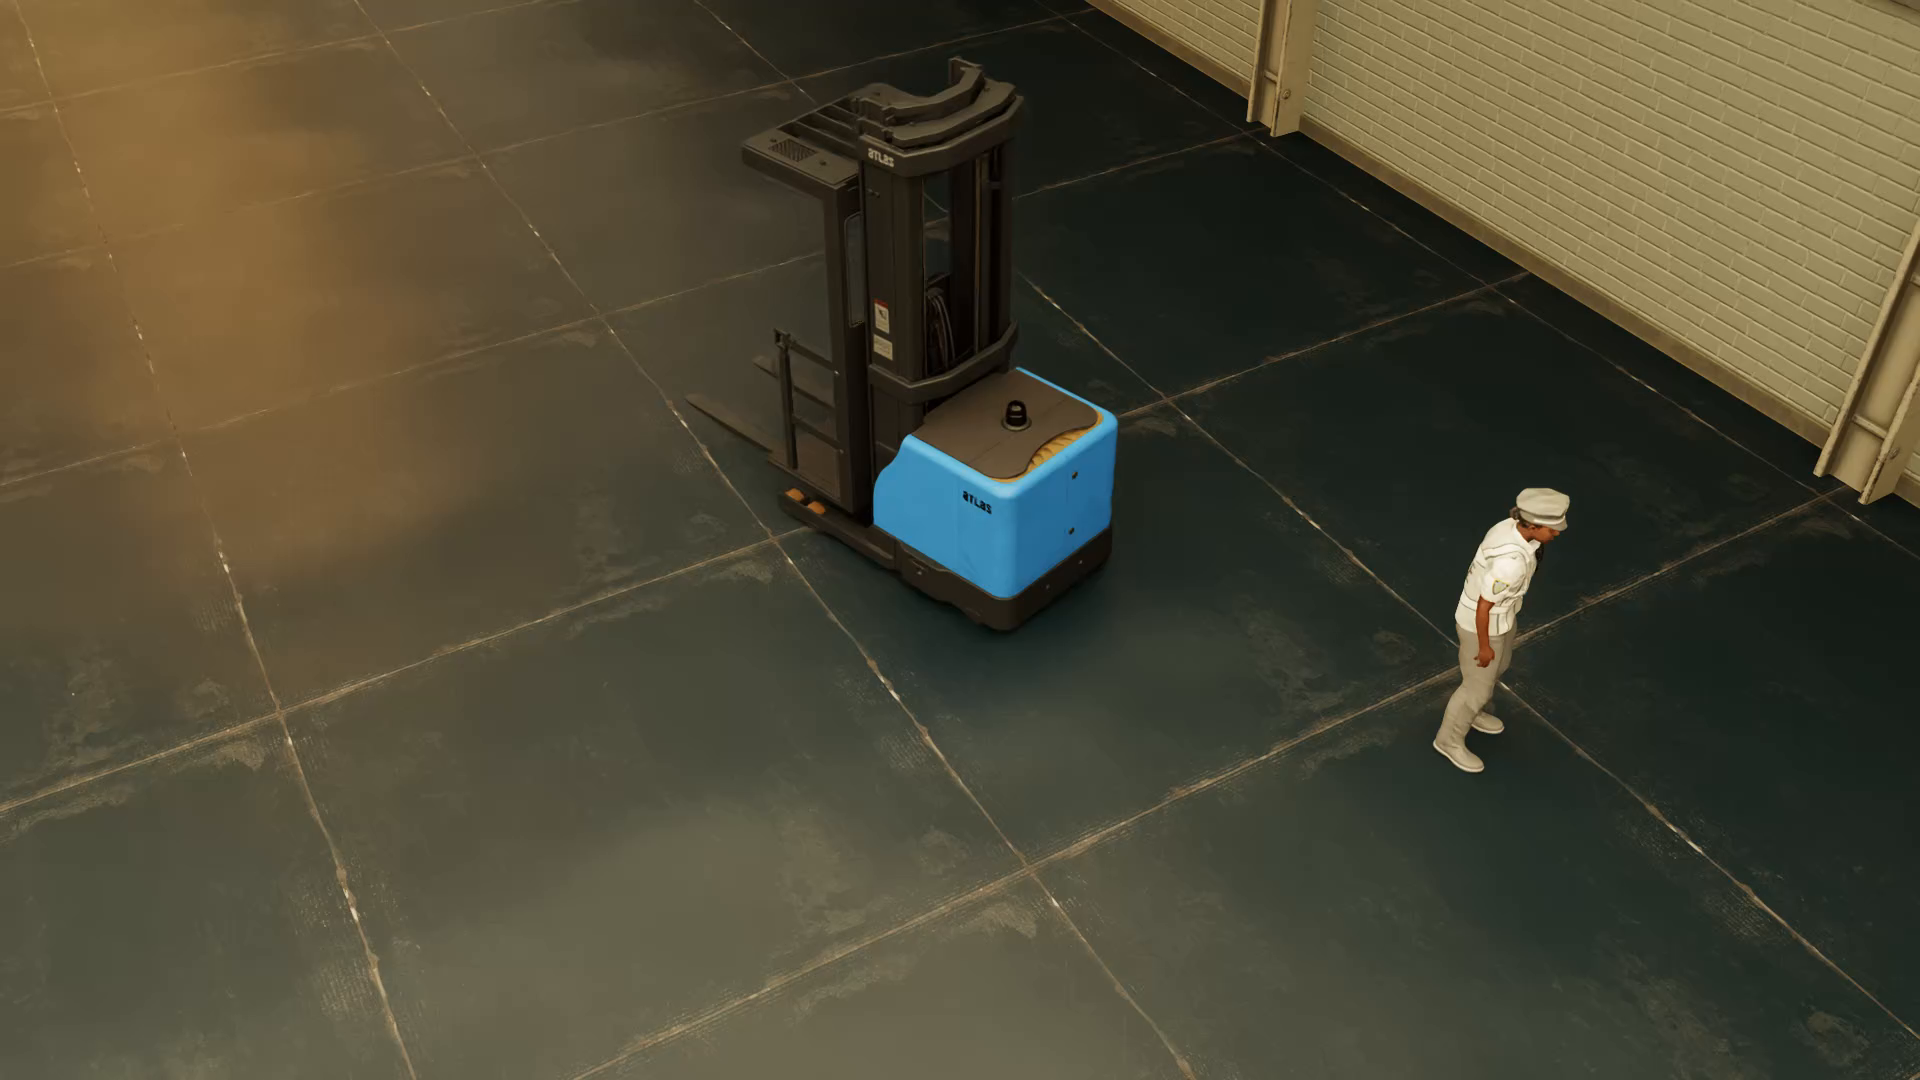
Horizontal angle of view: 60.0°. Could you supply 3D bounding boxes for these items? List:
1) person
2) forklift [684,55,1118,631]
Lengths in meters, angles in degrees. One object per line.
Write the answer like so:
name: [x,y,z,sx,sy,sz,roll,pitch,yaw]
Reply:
person: [2.740,0.428,8.520,0.397,1.656,0.513,21,44,23]
forklift: [-0.507,-1.421,9.749,3.031,2.935,1.130,30,48,31]
